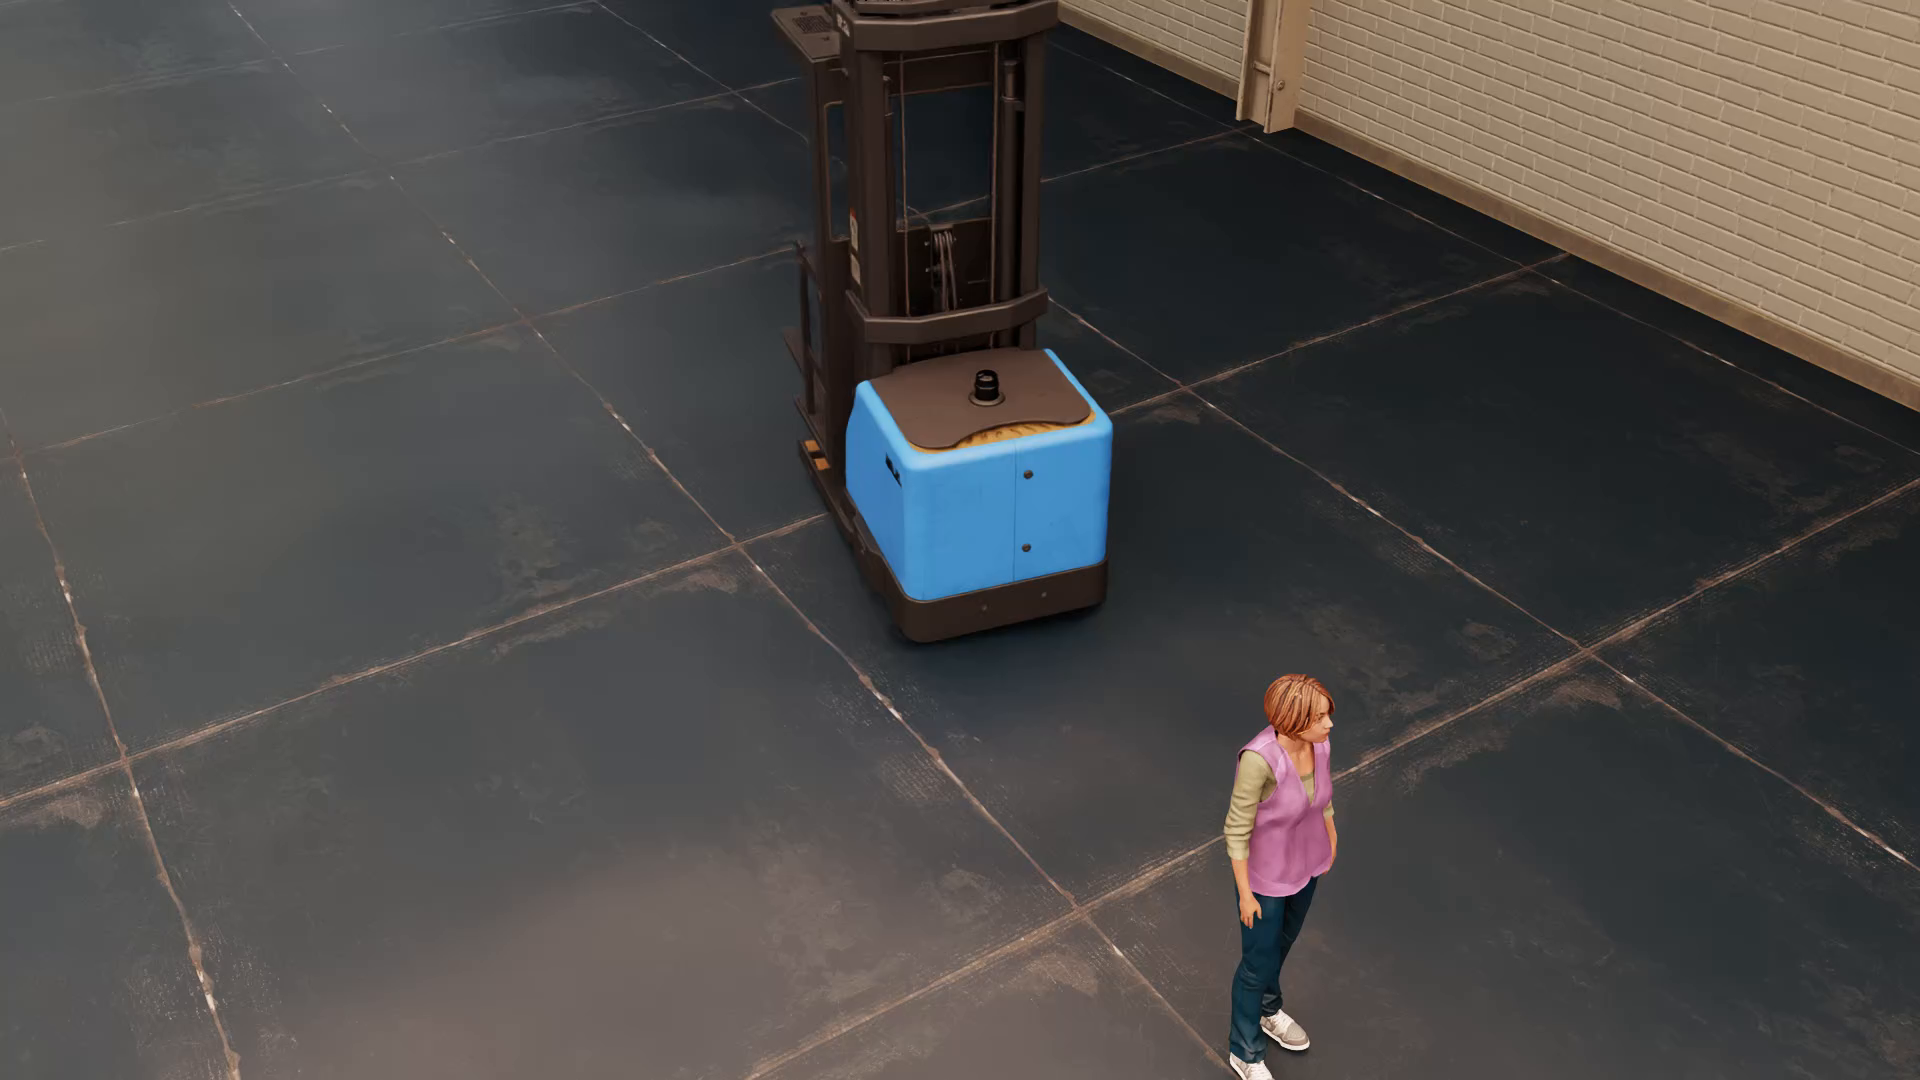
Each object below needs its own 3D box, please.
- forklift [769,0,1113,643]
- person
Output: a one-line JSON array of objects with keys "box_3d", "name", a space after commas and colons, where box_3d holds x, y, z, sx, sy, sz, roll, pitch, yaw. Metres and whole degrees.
[{"box_3d": [-0.258, -1.558, 8.364, 1.130, 2.935, 3.031, -12, 37, -16], "name": "forklift"}, {"box_3d": [1.136, 1.162, 5.641, 0.520, 1.599, 0.472, -27, 43, -33], "name": "person"}]
